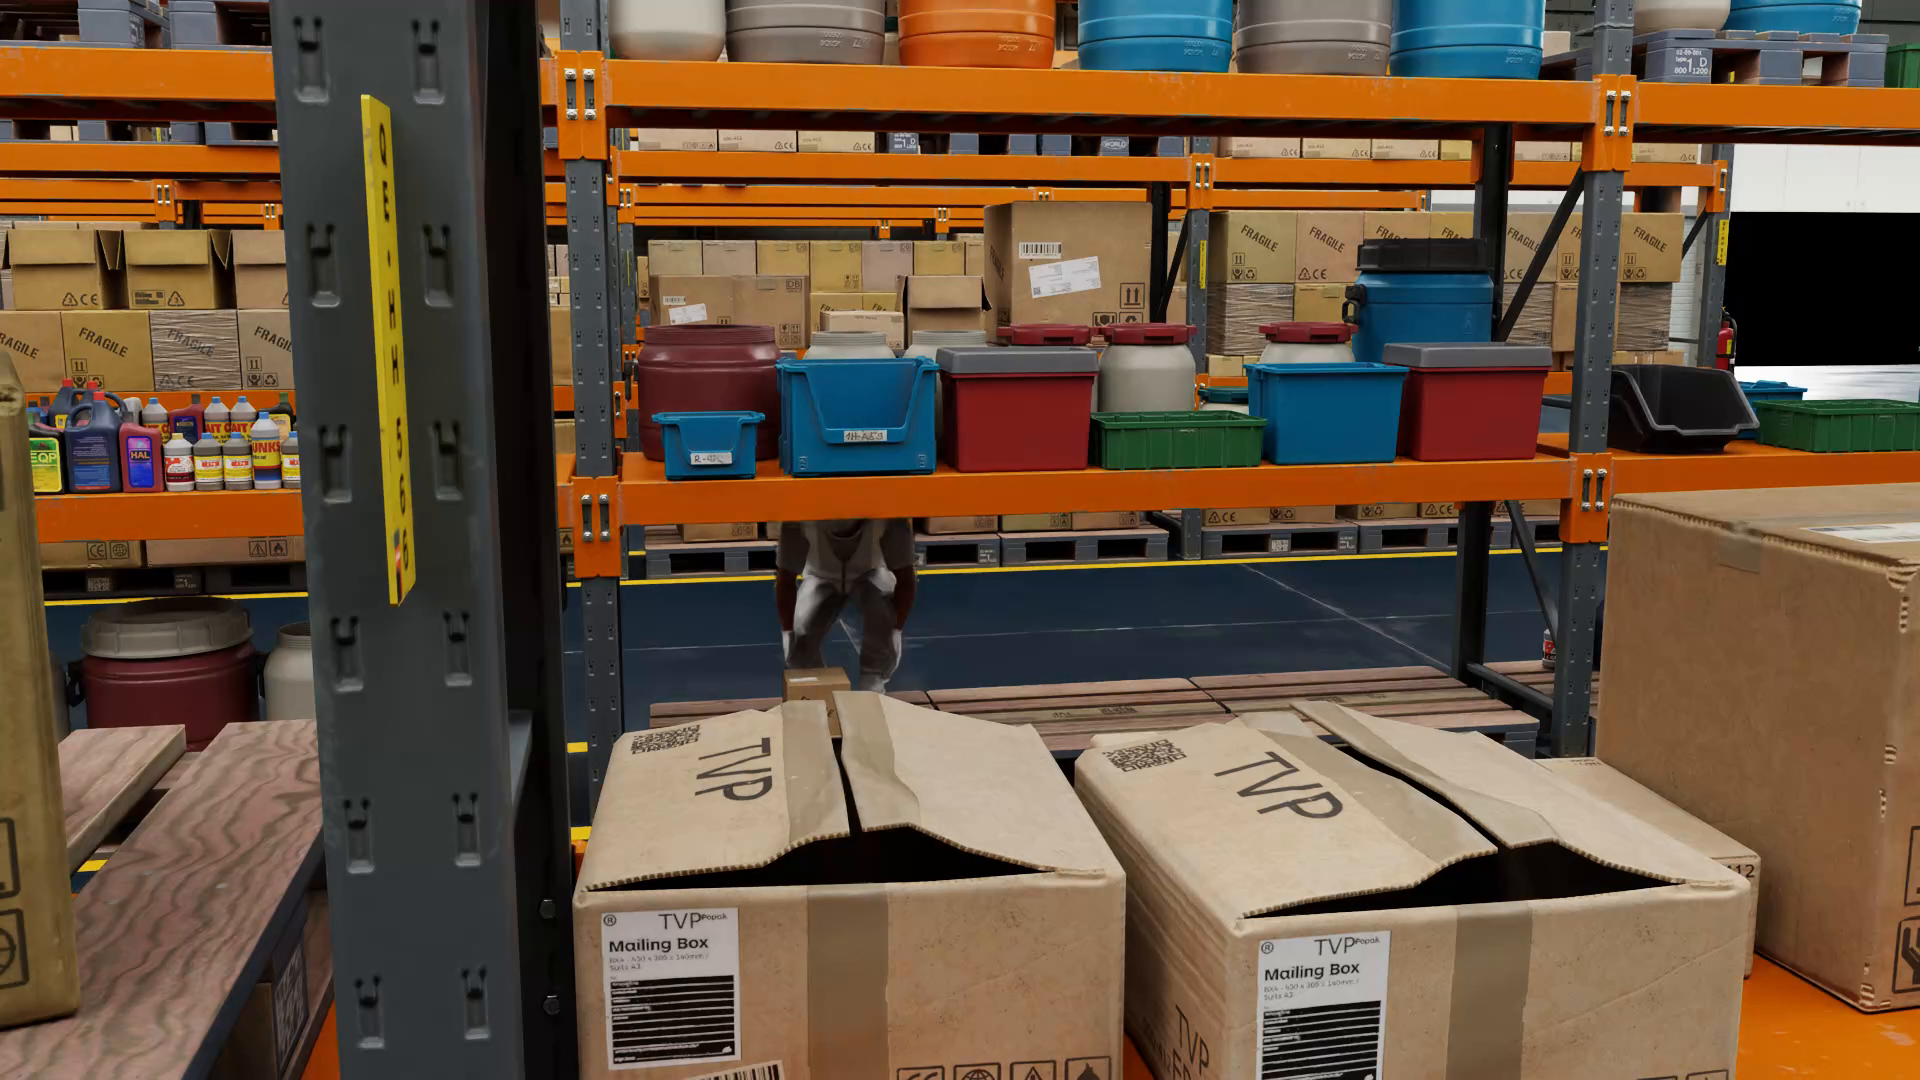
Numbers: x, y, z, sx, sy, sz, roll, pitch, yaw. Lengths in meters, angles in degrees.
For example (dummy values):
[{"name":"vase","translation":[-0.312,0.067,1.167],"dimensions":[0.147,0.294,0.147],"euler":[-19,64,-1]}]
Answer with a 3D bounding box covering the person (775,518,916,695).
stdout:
[{"name":"person","translation":[-0.479,0.281,7.278],"dimensions":[0.609,1.247,0.861],"euler":[1,10,6]}]
